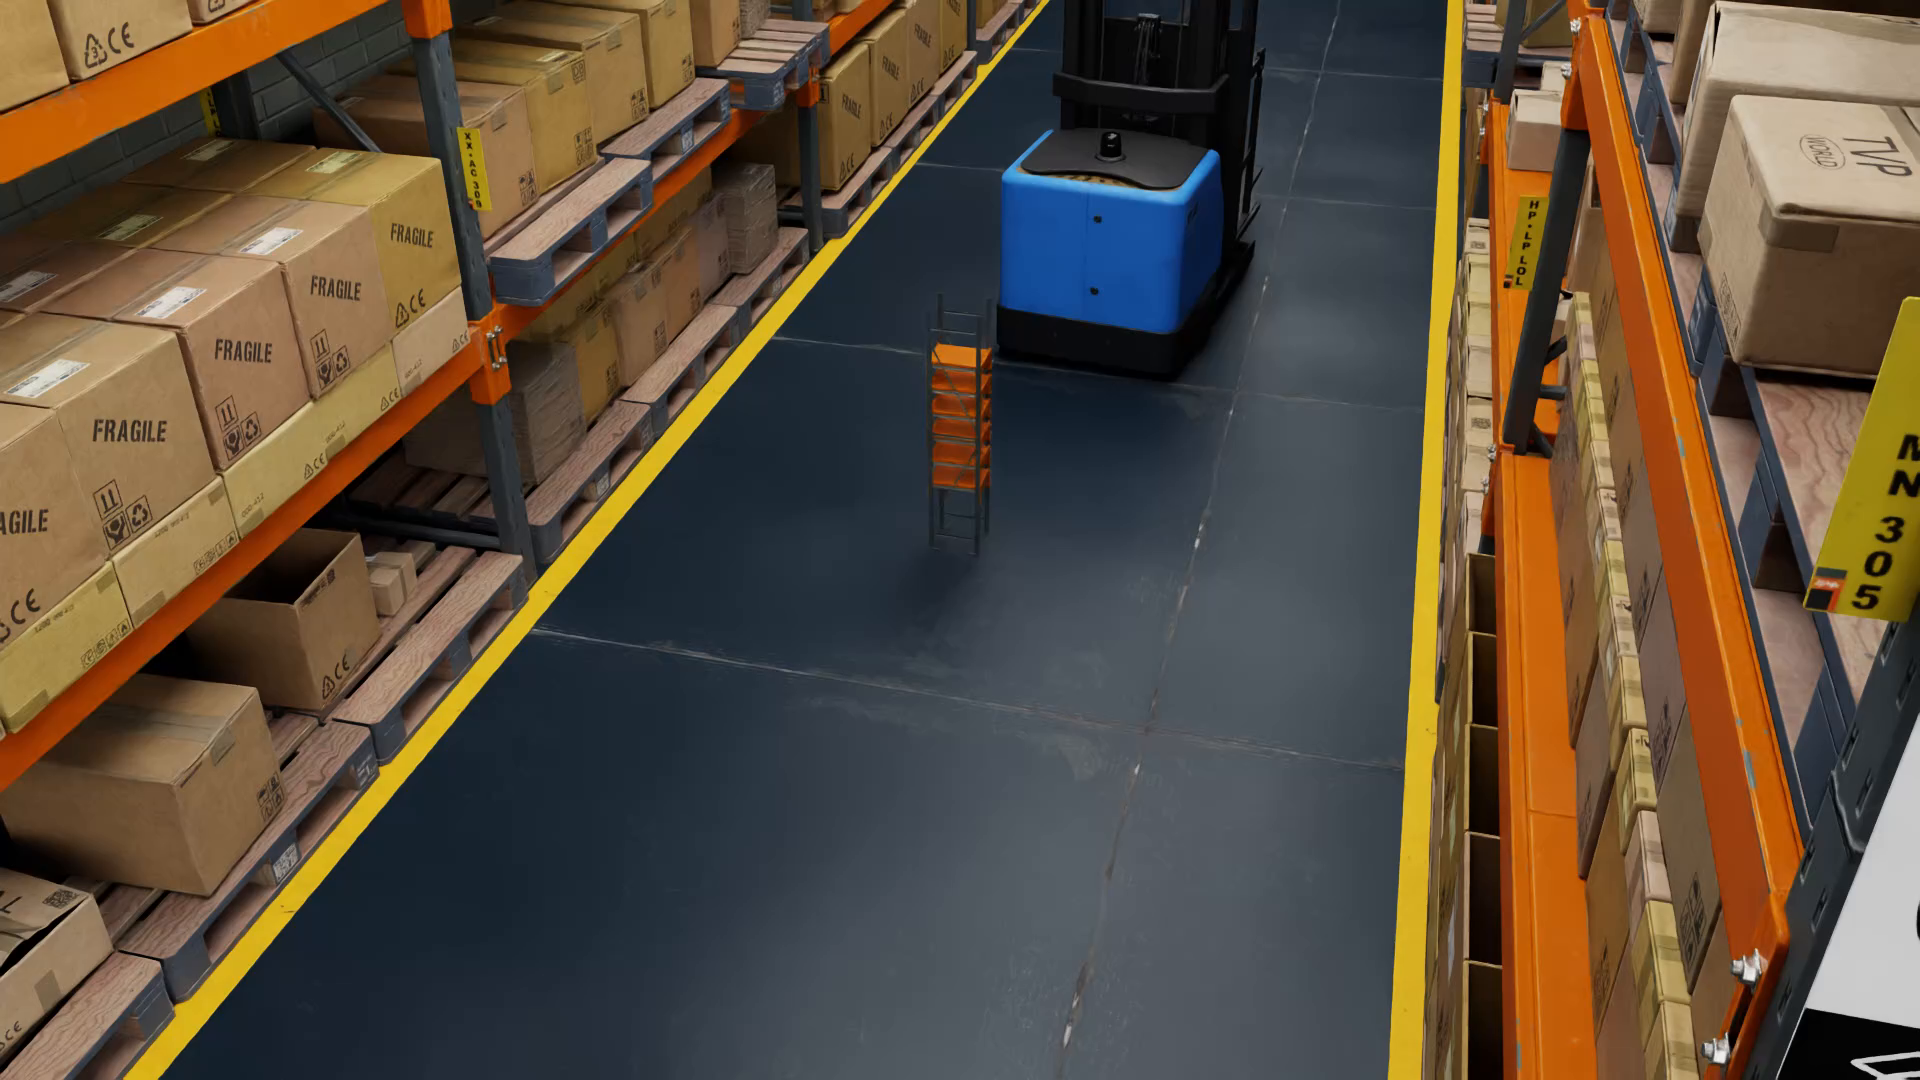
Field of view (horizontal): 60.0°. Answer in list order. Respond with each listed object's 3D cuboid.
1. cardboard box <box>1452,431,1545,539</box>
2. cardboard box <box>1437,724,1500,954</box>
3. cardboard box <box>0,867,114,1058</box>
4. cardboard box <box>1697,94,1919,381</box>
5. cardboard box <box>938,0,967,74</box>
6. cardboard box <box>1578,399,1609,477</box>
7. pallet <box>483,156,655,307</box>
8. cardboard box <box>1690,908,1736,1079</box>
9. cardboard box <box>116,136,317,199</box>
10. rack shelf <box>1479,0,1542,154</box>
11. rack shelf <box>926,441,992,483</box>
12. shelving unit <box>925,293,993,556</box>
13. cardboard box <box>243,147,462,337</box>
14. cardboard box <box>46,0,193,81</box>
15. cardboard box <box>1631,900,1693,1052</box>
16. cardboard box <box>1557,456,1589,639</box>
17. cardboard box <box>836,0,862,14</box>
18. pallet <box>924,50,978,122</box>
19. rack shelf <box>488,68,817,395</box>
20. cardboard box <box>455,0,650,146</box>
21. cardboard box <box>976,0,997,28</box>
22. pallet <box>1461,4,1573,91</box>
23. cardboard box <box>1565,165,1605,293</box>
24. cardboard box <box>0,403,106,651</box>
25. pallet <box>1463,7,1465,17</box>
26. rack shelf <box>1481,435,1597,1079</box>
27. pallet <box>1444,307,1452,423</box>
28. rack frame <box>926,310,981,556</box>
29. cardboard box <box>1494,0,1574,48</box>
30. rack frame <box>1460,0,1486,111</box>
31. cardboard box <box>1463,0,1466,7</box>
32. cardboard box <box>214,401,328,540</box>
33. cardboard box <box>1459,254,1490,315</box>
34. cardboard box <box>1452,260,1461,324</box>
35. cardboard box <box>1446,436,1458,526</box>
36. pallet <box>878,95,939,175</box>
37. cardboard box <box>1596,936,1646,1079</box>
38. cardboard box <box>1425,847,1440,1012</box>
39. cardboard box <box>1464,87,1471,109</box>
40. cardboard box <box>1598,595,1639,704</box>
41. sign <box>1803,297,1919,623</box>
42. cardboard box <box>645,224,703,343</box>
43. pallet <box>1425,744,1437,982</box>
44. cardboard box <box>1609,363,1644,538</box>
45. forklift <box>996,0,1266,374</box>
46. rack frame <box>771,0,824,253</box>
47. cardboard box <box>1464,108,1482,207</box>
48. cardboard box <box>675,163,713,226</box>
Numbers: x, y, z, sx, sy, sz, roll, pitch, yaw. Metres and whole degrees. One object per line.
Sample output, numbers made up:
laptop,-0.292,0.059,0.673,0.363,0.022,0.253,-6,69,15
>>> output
cardboard box,2.350,-0.227,6.960,0.500,0.311,0.500,9,34,14
cardboard box,1.724,0.930,4.964,0.500,0.500,0.500,8,33,12
cardboard box,-3.002,1.256,5.074,0.500,0.311,0.500,11,34,16
cardboard box,1.421,-0.450,2.484,0.500,0.250,0.500,8,33,12
cardboard box,-0.403,-4.192,13.161,0.750,0.750,0.750,8,33,13
cardboard box,1.950,-0.256,4.658,0.380,0.149,0.250,8,33,12
pallet,-2.059,-1.422,7.370,1.003,0.211,1.213,8,33,12
cardboard box,1.528,0.765,2.449,0.700,0.500,0.500,8,33,13
cardboard box,-2.715,-1.172,6.220,0.500,0.500,0.500,7,33,11
rack shelf,3.921,-3.264,10.758,1.077,0.370,4.000,8,33,12
rack shelf,-0.004,-0.360,7.505,0.258,0.103,0.180,8,33,12
shelving unit,-0.004,-0.499,7.416,0.258,1.200,0.189,8,33,12
cardboard box,-2.215,-1.100,6.107,0.500,0.500,0.500,8,33,12
cardboard box,-2.528,-1.593,4.553,0.500,0.500,0.500,7,33,10
cardboard box,1.426,0.813,2.977,0.380,0.149,0.250,8,33,12
cardboard box,2.164,0.010,4.845,0.700,0.500,0.500,8,33,12
cardboard box,-0.850,-3.499,10.674,0.380,0.149,0.250,9,34,14
pallet,-0.487,-3.690,13.358,1.003,0.211,1.213,8,33,12
rack shelf,-1.886,-1.860,8.551,1.077,0.370,4.000,8,33,12
cardboard box,-1.946,-2.248,7.987,0.700,0.500,0.500,13,35,19
cardboard box,-0.075,-4.774,14.402,0.700,0.500,0.500,8,33,13
pallet,3.518,-2.810,9.552,1.213,0.211,1.003,8,33,12
cardboard box,2.743,-1.165,6.694,0.500,0.500,0.500,10,34,16
cardboard box,-2.725,-0.041,4.441,0.500,0.500,0.500,7,33,11
pallet,5.223,-5.050,15.498,1.003,0.211,1.213,8,33,12
rack shelf,1.891,0.888,4.228,1.077,0.370,4.000,8,33,12
pallet,3.167,-0.931,9.017,1.003,0.211,1.213,8,33,12
rack frame,-0.027,-0.451,7.342,0.240,1.200,0.006,8,33,12
cardboard box,3.464,-3.091,9.331,0.700,0.500,0.500,-3,33,-4
rack frame,4.429,-4.605,12.198,1.000,3.000,0.127,8,33,12
cardboard box,4.778,-4.944,14.883,0.500,0.250,0.500,8,33,12
cardboard box,-2.468,-0.264,5.490,0.500,0.250,0.500,8,33,12
cardboard box,2.872,-1.277,8.612,0.500,0.311,0.500,7,33,11
cardboard box,2.997,-1.314,9.193,0.500,0.250,0.500,8,33,12
cardboard box,2.483,-0.253,7.523,0.500,0.250,0.500,9,33,13
pallet,-0.794,-3.055,12.359,1.003,0.211,1.213,8,33,12
cardboard box,1.643,1.066,3.184,0.700,0.500,0.500,9,34,14
cardboard box,1.724,1.247,5.165,0.500,0.250,0.500,8,33,12
cardboard box,4.070,-3.518,12.408,0.500,0.500,0.500,7,33,10
cardboard box,1.688,0.277,3.821,0.380,0.149,0.250,8,33,12
sign,0.862,-0.065,1.509,0.100,0.325,0.005,8,33,12
cardboard box,-1.853,-1.439,9.137,0.700,0.500,0.500,8,33,12
pallet,2.156,1.130,5.775,1.003,0.211,1.213,8,33,12
cardboard box,2.037,-0.290,4.108,0.700,0.500,0.500,8,33,12
forklift,1.208,-2.920,9.610,1.130,2.935,3.031,12,34,18
rack frame,-1.379,-3.202,9.990,1.000,3.000,0.127,8,33,12
cardboard box,3.556,-2.446,10.721,0.500,0.500,0.500,7,33,11
cardboard box,-1.716,-1.981,9.291,0.500,0.250,0.500,9,33,13
